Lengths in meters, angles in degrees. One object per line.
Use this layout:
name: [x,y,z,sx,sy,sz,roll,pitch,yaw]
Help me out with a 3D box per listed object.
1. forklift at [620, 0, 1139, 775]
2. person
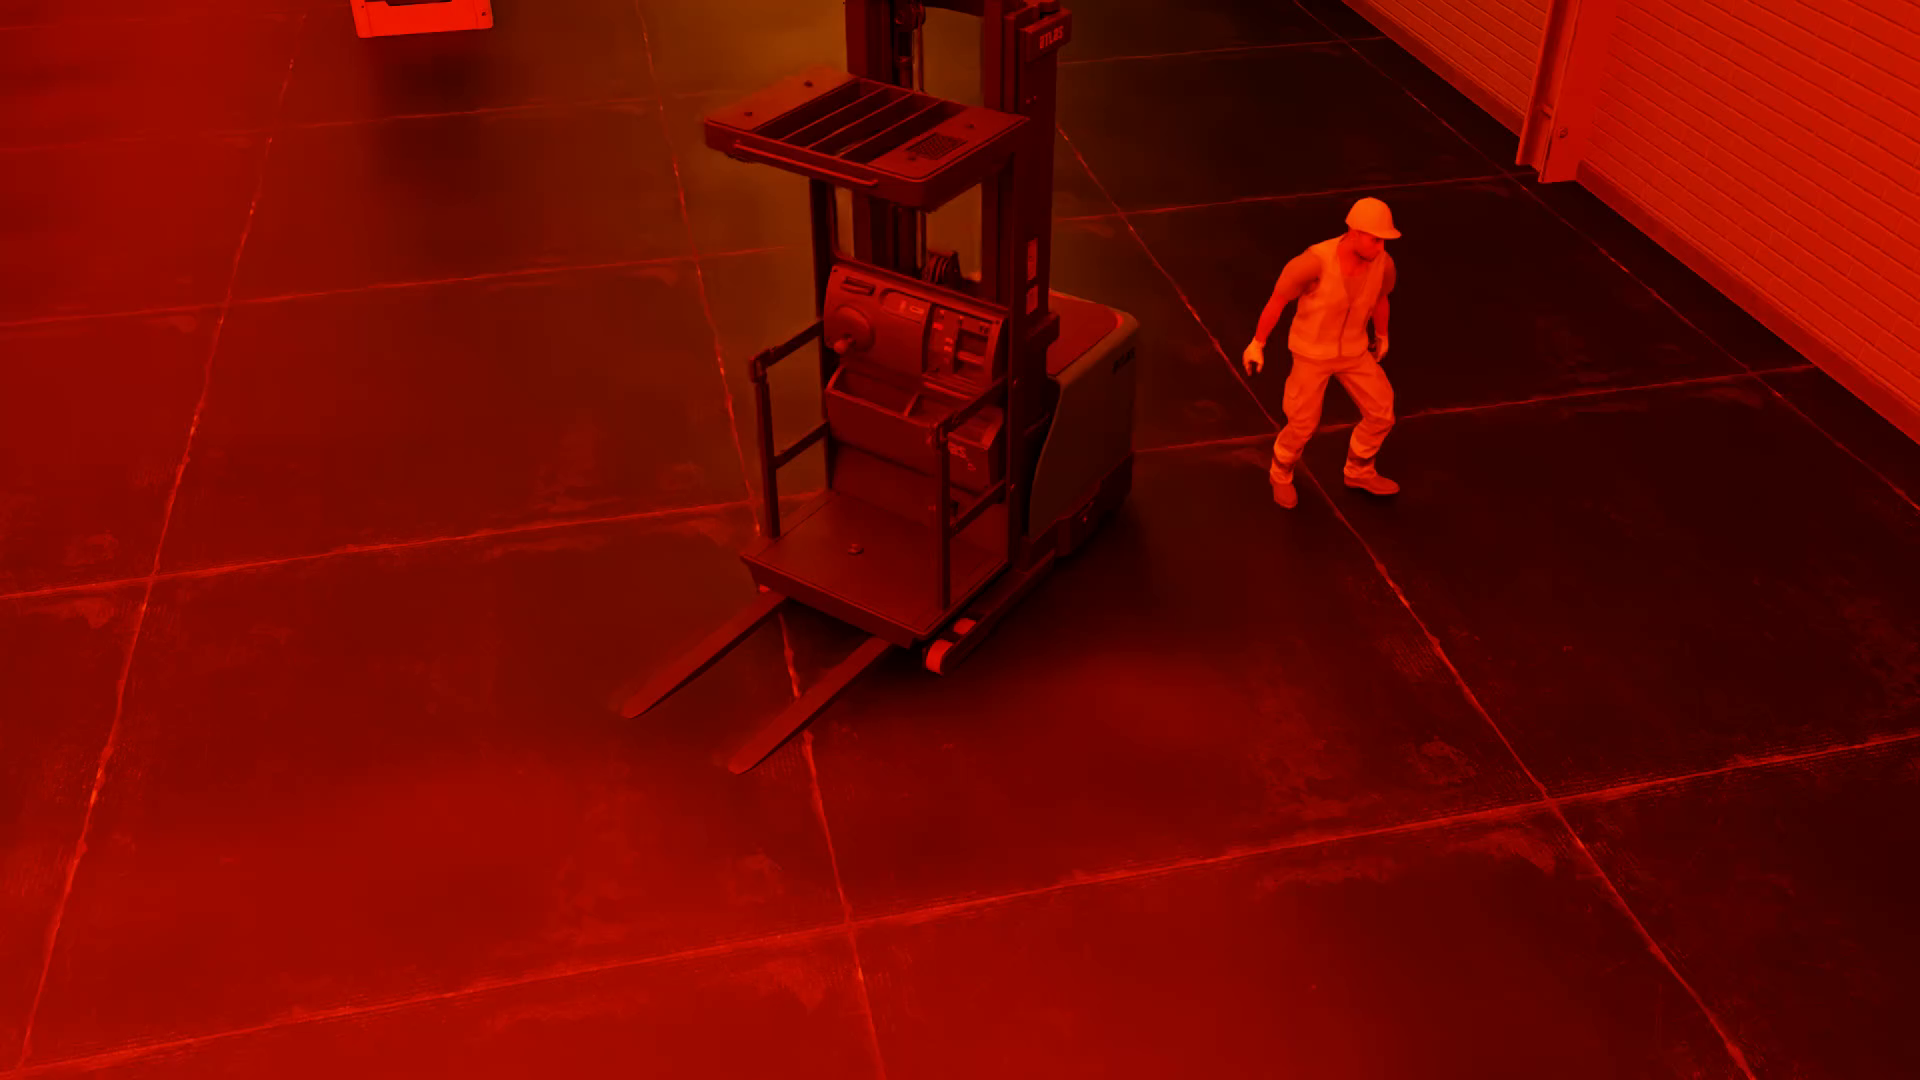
forklift: [-0.335,-0.883,7.278,1.130,2.935,3.031,22,41,27]
person: [1.881,-0.922,8.360,0.867,1.744,0.463,-8,36,-11]
